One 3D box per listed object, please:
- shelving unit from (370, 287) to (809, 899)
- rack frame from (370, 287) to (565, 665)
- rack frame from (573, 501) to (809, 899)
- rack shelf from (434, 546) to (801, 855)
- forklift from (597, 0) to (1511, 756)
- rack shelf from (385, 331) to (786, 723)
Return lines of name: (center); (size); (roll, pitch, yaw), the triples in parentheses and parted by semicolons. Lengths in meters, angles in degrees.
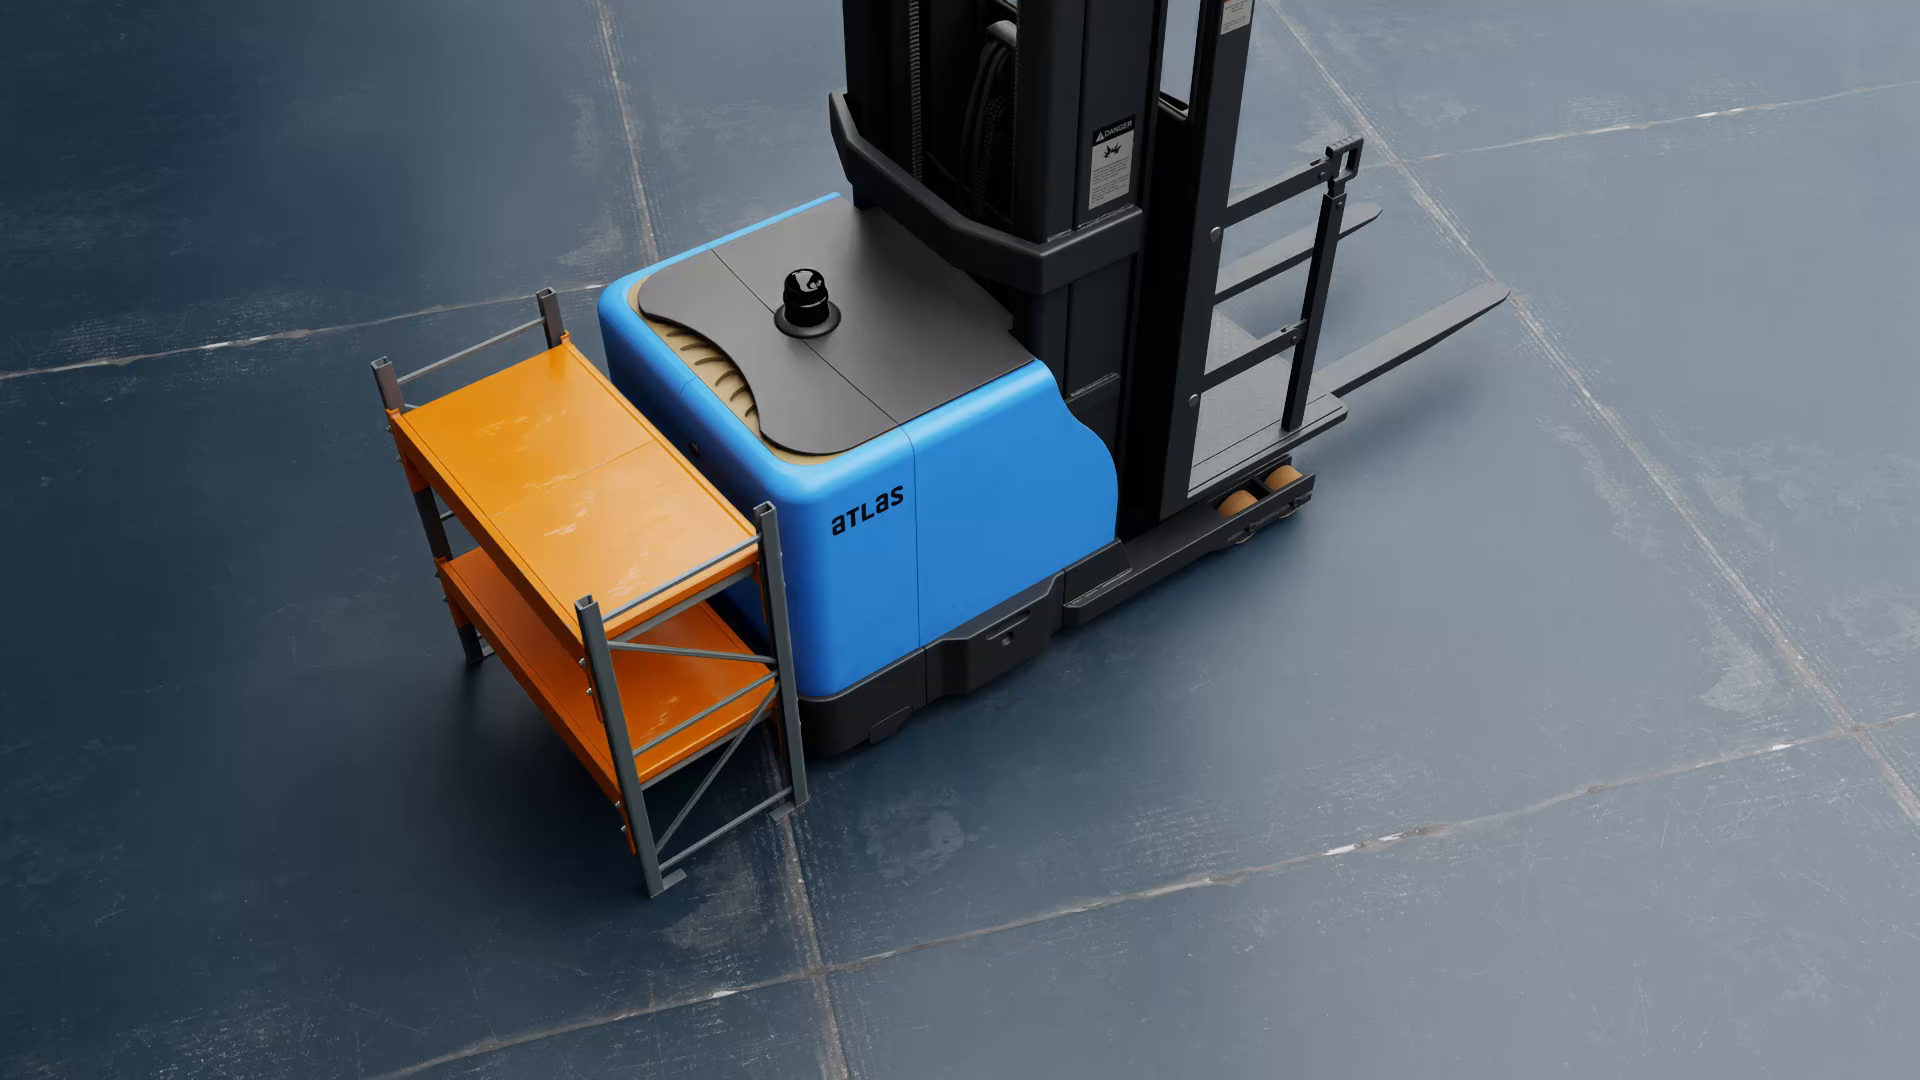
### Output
shelving unit: (-0.935, 0.139, 4.326); (0.538, 1.125, 1.048); (-29, 52, -26)
rack frame: (-1.251, -0.146, 4.605); (0.500, 1.125, 0.032); (-29, 52, -26)
rack frame: (-0.619, 0.424, 4.047); (0.500, 1.125, 0.032); (-29, 52, -26)
rack shelf: (-0.935, 0.310, 4.501); (0.538, 0.278, 1.000); (-29, 52, -26)
forklift: (0.507, -1.293, 4.465); (3.031, 2.935, 1.130); (-28, 52, -25)
rack shelf: (-0.935, -0.066, 4.117); (0.538, 0.278, 1.000); (-29, 52, -26)
